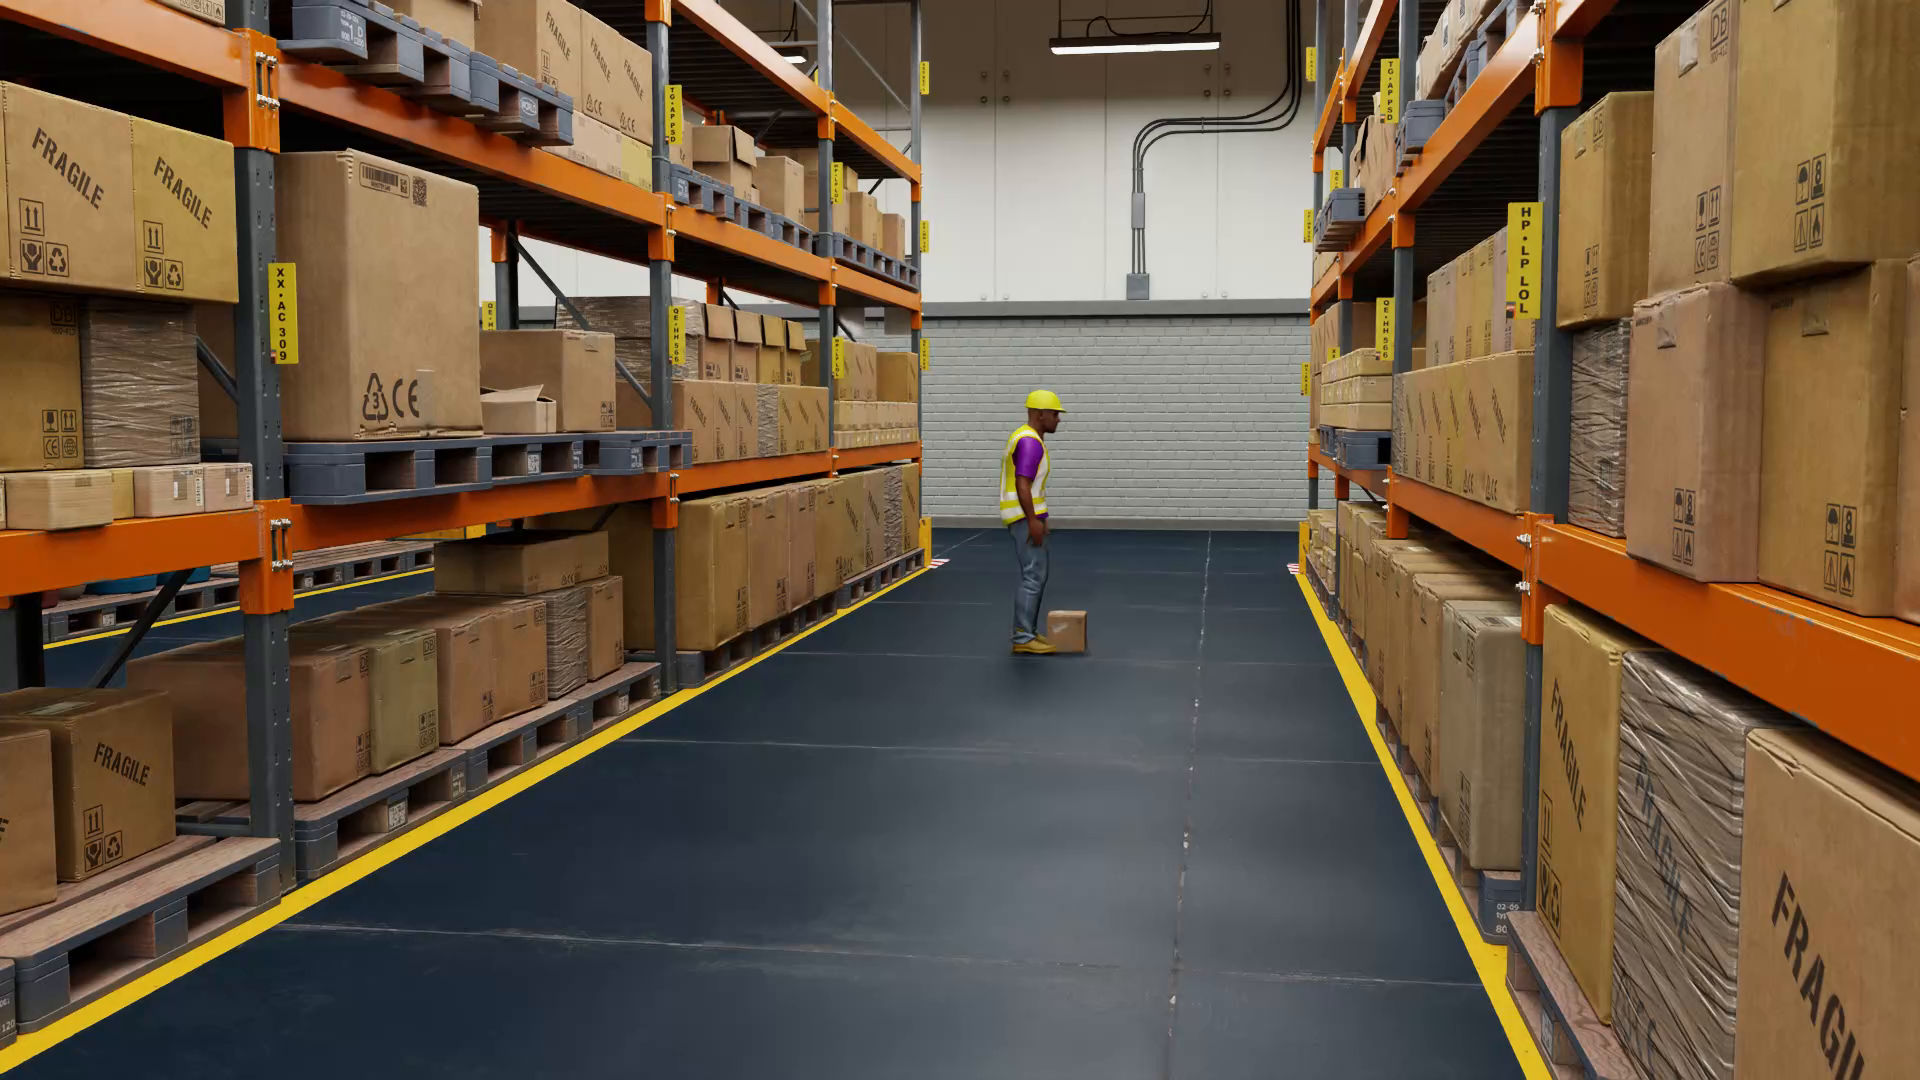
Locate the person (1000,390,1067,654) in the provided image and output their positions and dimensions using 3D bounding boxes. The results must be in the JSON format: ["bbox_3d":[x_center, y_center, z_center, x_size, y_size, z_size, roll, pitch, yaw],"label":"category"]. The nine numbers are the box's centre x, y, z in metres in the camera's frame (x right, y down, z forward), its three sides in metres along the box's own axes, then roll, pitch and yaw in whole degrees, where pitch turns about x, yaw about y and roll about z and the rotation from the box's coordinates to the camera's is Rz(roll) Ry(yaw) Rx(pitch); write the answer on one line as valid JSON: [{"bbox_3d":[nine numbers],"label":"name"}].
[{"bbox_3d":[0.495,-0.133,11.242,0.455,1.760,0.613,1,4,7],"label":"person"}]
